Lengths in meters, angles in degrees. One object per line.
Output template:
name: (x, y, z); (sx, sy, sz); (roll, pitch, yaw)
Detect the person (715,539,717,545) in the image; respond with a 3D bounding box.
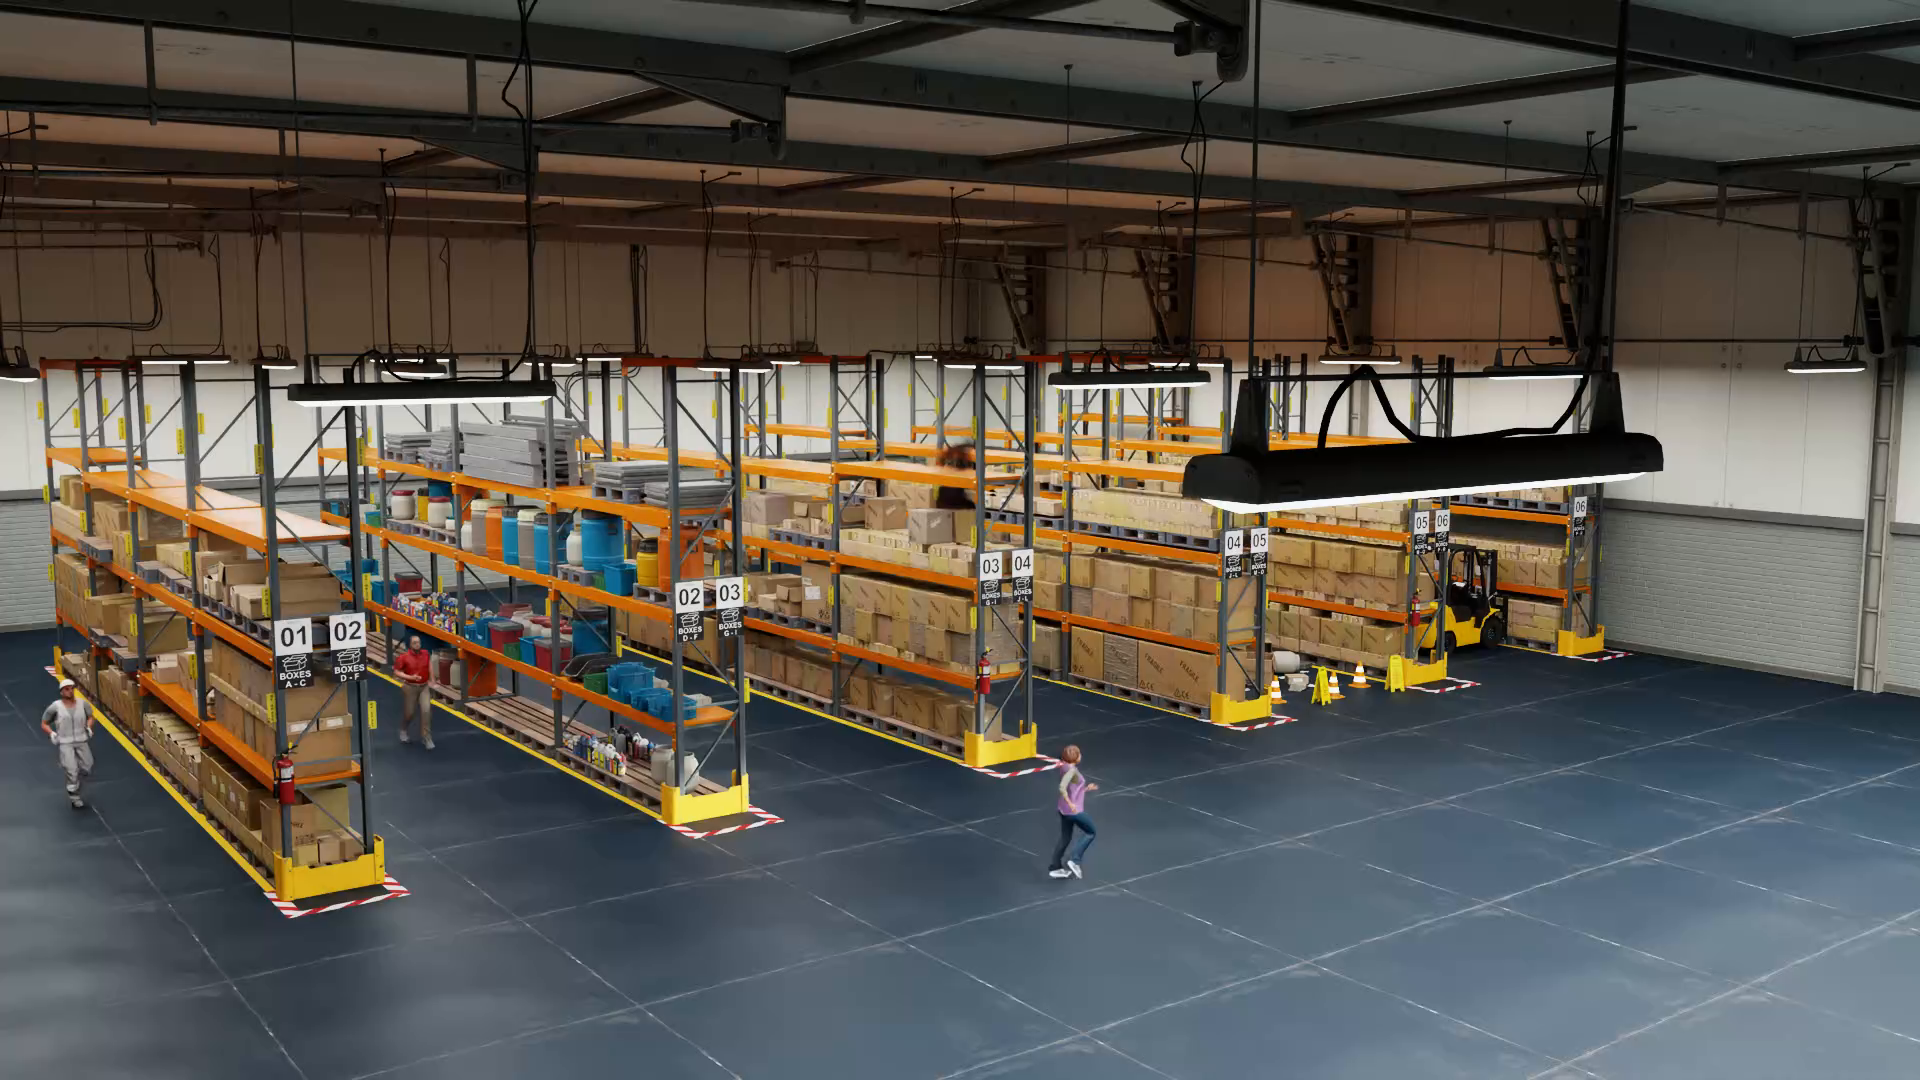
person: (-5.670, 0.788, 38.959); (0.708, 1.788, 0.926); (-3, 8, -26)

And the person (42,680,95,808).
person: (-12.083, 2.759, 22.617); (0.653, 1.737, 0.621); (-6, 9, -43)

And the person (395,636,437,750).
person: (-8.489, 2.366, 25.982); (0.684, 1.753, 0.868); (-6, 9, -42)

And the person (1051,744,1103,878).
person: (1.378, 3.193, 19.559); (0.638, 1.593, 0.506); (-2, 7, -18)
